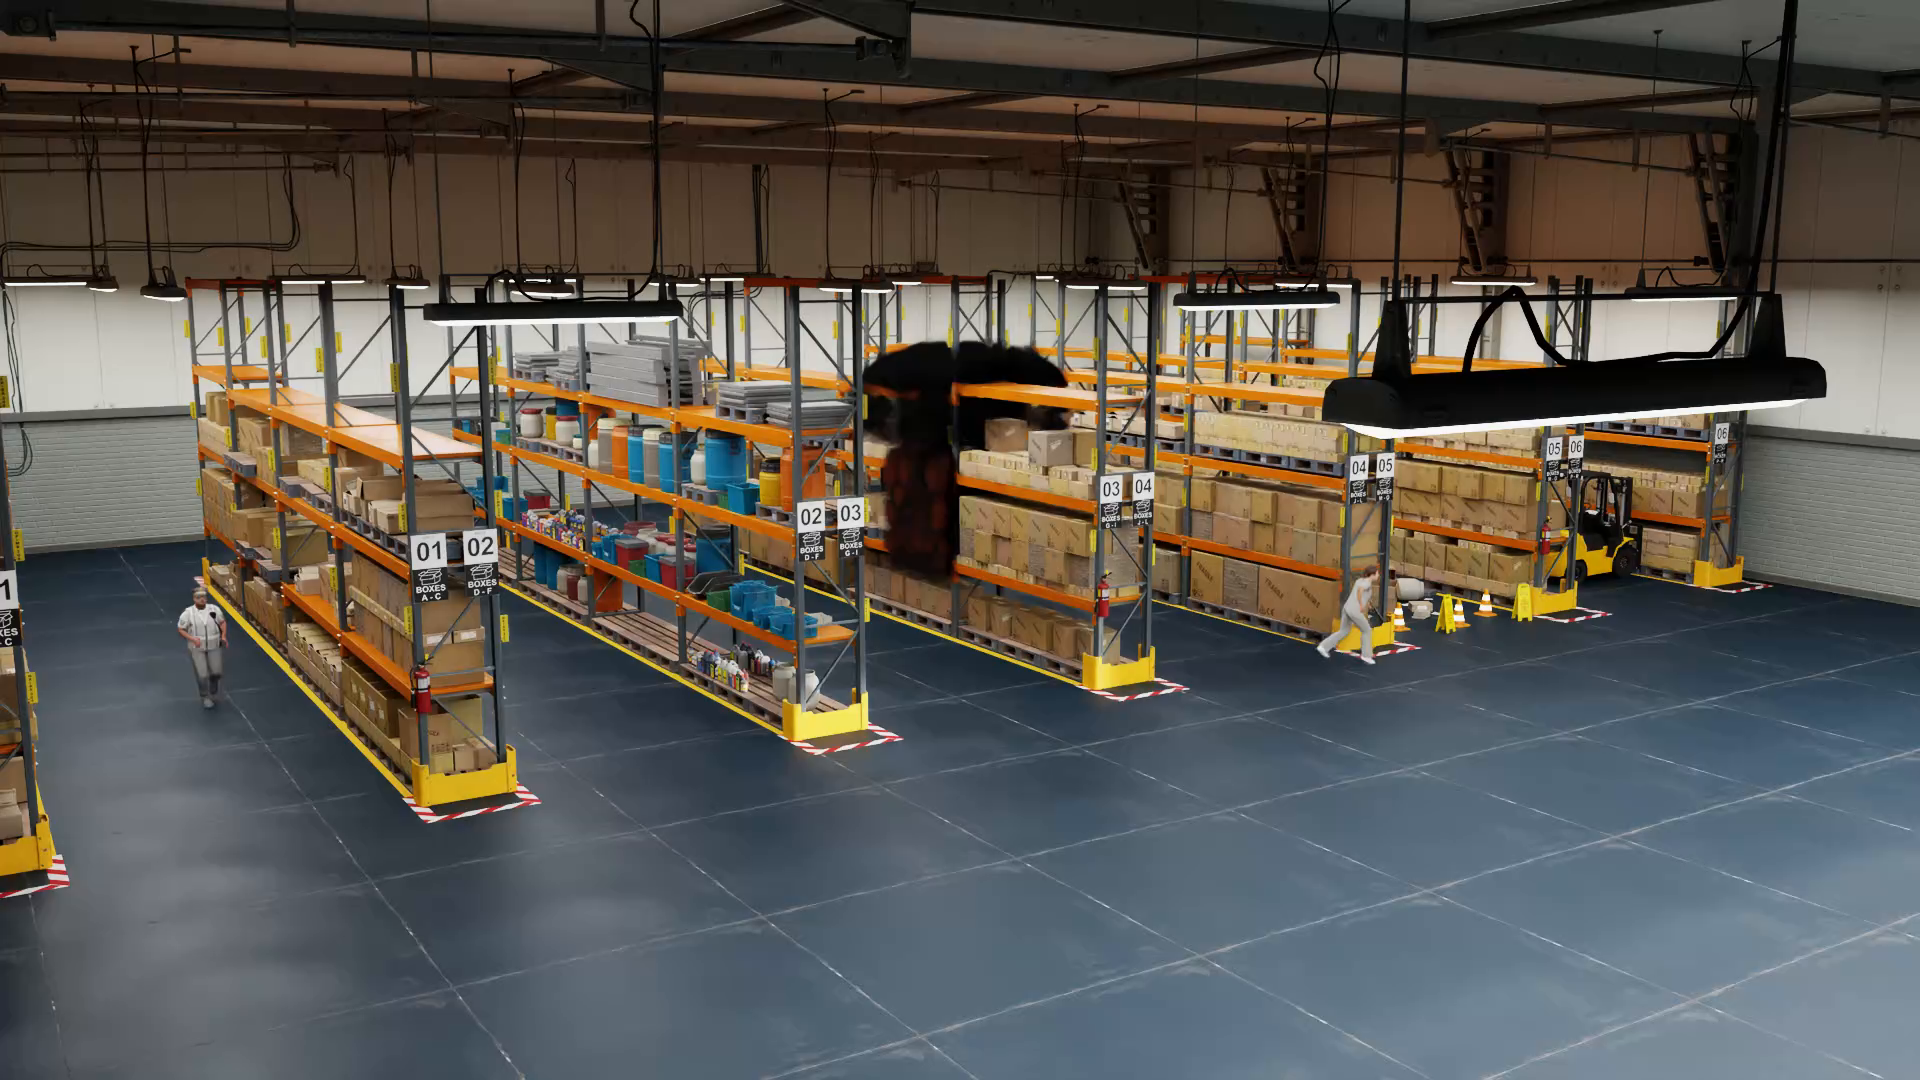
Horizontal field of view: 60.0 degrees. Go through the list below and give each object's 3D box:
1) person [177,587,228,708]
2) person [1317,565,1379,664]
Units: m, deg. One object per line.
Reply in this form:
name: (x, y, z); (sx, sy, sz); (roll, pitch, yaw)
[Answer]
person: (-10.800, 1.522, 23.789); (0.664, 1.743, 0.557); (-7, 12, -34)
person: (6.131, 1.200, 26.205); (1.003, 1.626, 0.602); (-1, 10, -3)
